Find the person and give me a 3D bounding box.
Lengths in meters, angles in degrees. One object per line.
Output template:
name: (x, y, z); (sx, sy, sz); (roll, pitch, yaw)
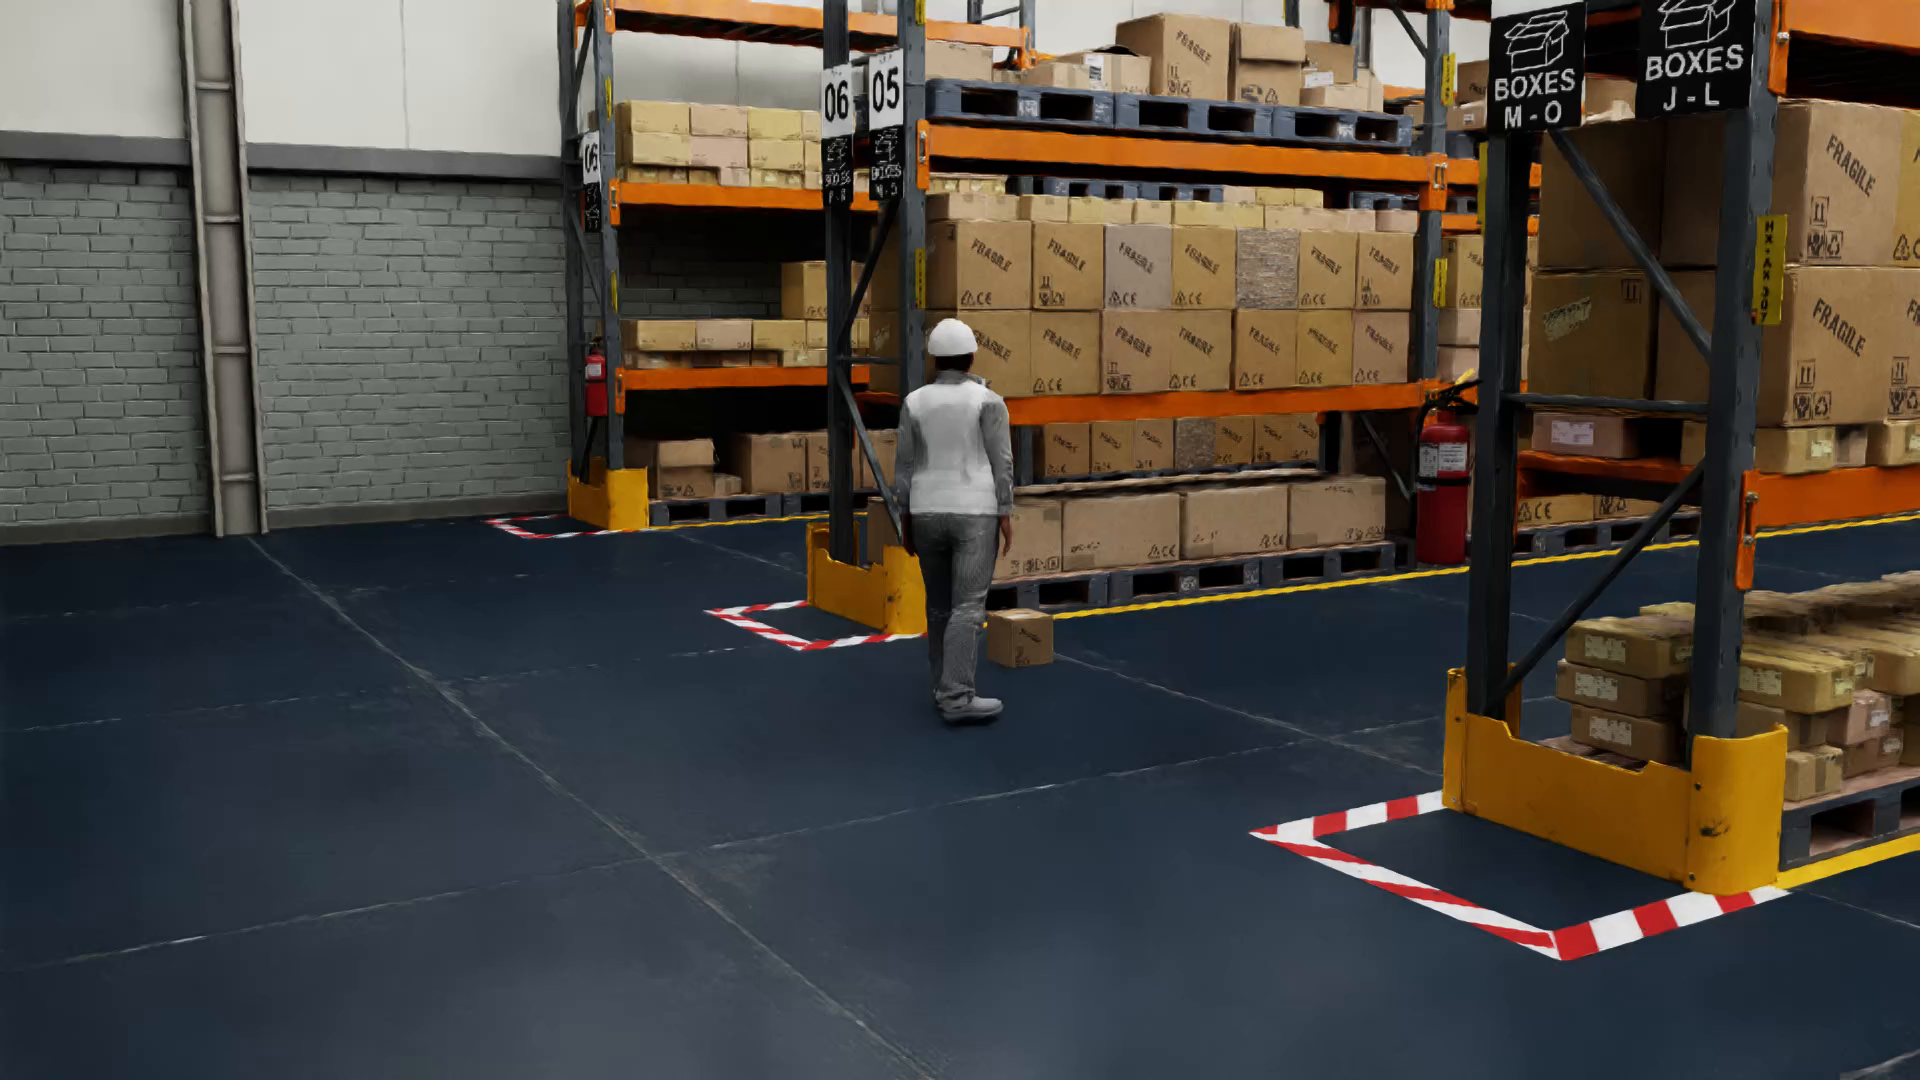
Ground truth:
person: (-0.024, -0.099, 7.429); (0.554, 1.769, 0.565); (4, 9, 25)
